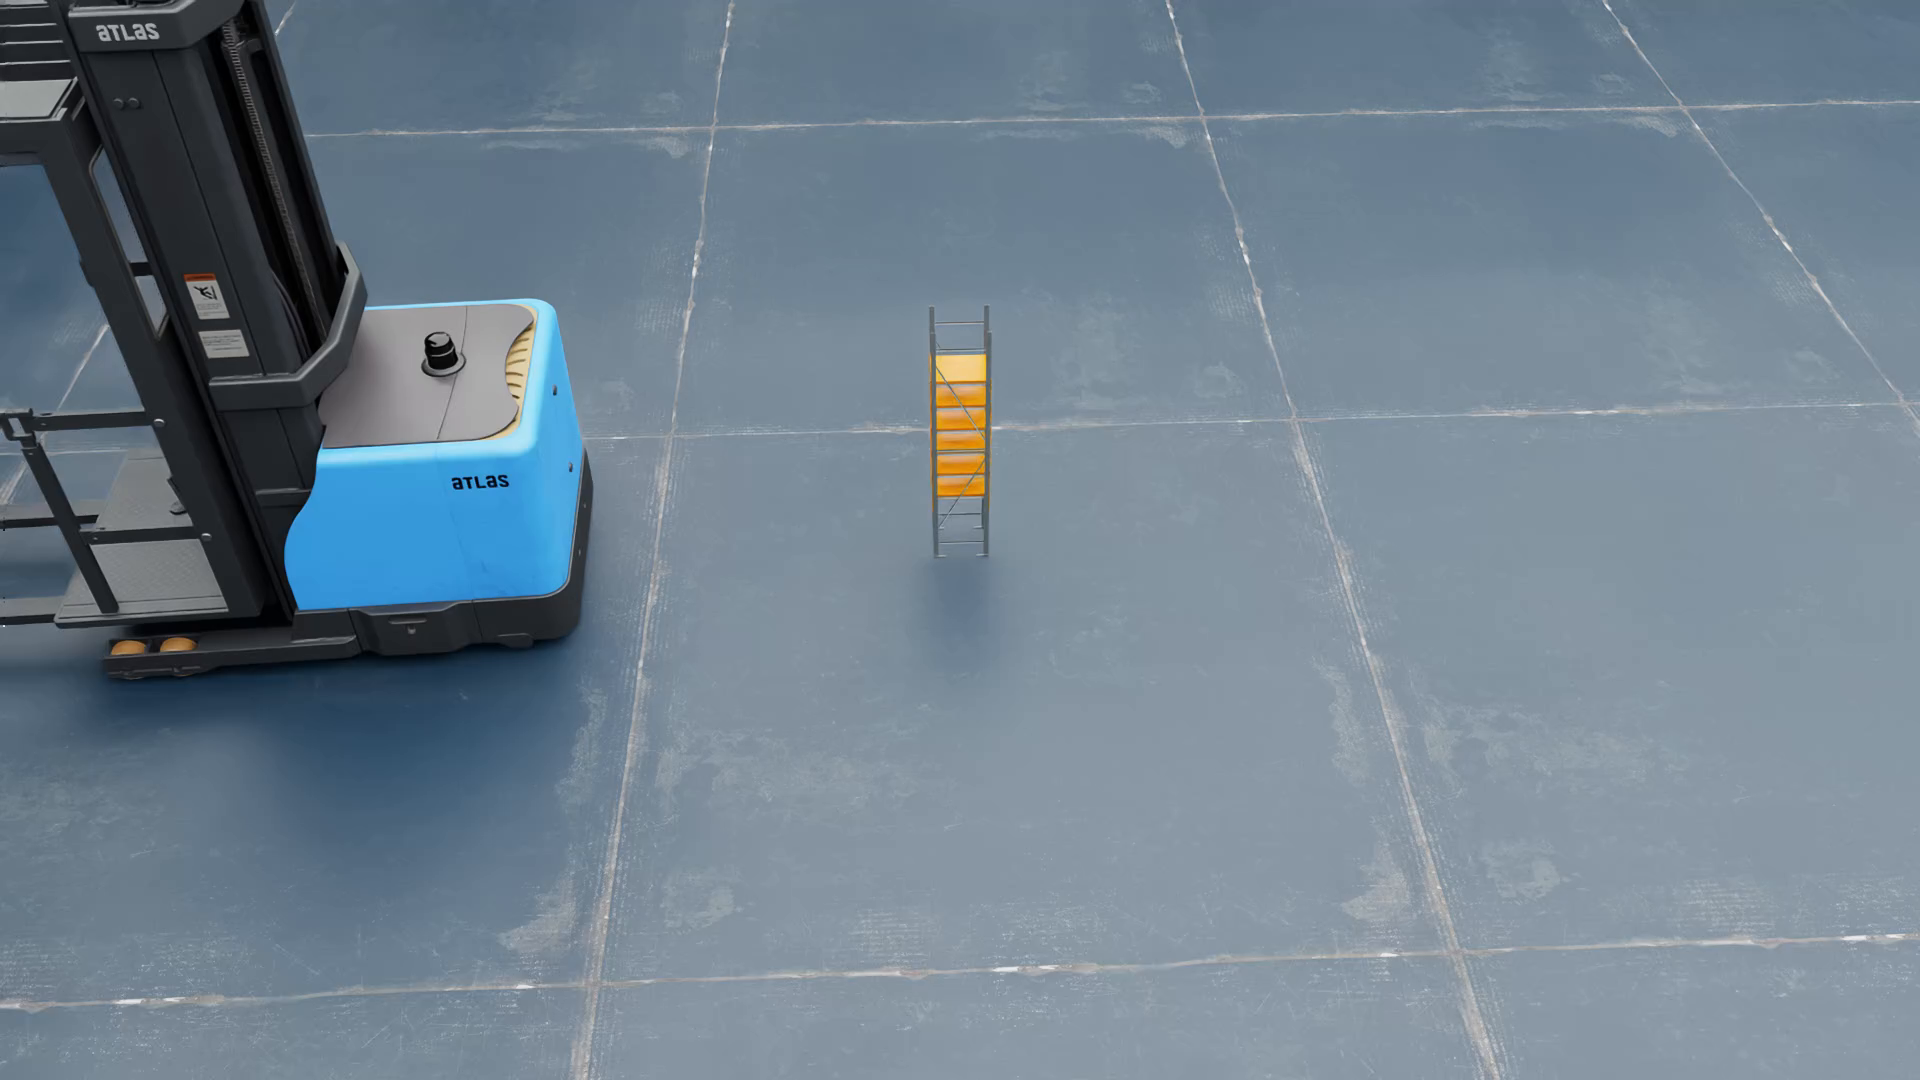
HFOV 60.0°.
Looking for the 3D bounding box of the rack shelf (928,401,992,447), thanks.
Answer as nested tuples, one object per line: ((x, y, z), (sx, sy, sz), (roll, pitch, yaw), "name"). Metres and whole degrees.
((0.001, -0.488, 6.933), (0.258, 0.103, 0.180), (-2, 43, -2), "rack shelf")

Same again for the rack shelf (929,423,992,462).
((0.001, -0.400, 7.014), (0.258, 0.103, 0.180), (-2, 43, -2), "rack shelf")

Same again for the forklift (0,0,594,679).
((-3.134, -0.887, 6.198), (3.031, 2.935, 1.130), (-4, 43, -4), "forklift")

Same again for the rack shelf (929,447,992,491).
((0.001, -0.311, 7.095), (0.258, 0.103, 0.180), (-2, 43, -2), "rack shelf")

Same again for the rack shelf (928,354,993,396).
((0.001, -0.665, 6.770), (0.258, 0.103, 0.180), (-2, 43, -2), "rack shelf")

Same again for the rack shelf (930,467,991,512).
((0.001, -0.223, 7.176), (0.258, 0.103, 0.180), (-2, 43, -2), "rack shelf")

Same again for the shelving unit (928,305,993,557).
((0.001, -0.433, 6.984), (0.258, 1.200, 0.189), (-2, 43, -2), "shelving unit")

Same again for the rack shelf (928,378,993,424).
((0.001, -0.577, 6.851), (0.258, 0.103, 0.180), (-2, 43, -2), "rack shelf")

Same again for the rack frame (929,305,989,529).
((-0.003, -0.494, 7.051), (0.240, 1.200, 0.006), (-2, 43, -2), "rack frame")

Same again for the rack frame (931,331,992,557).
((0.005, -0.371, 6.916), (0.240, 1.200, 0.006), (-2, 43, -2), "rack frame")
